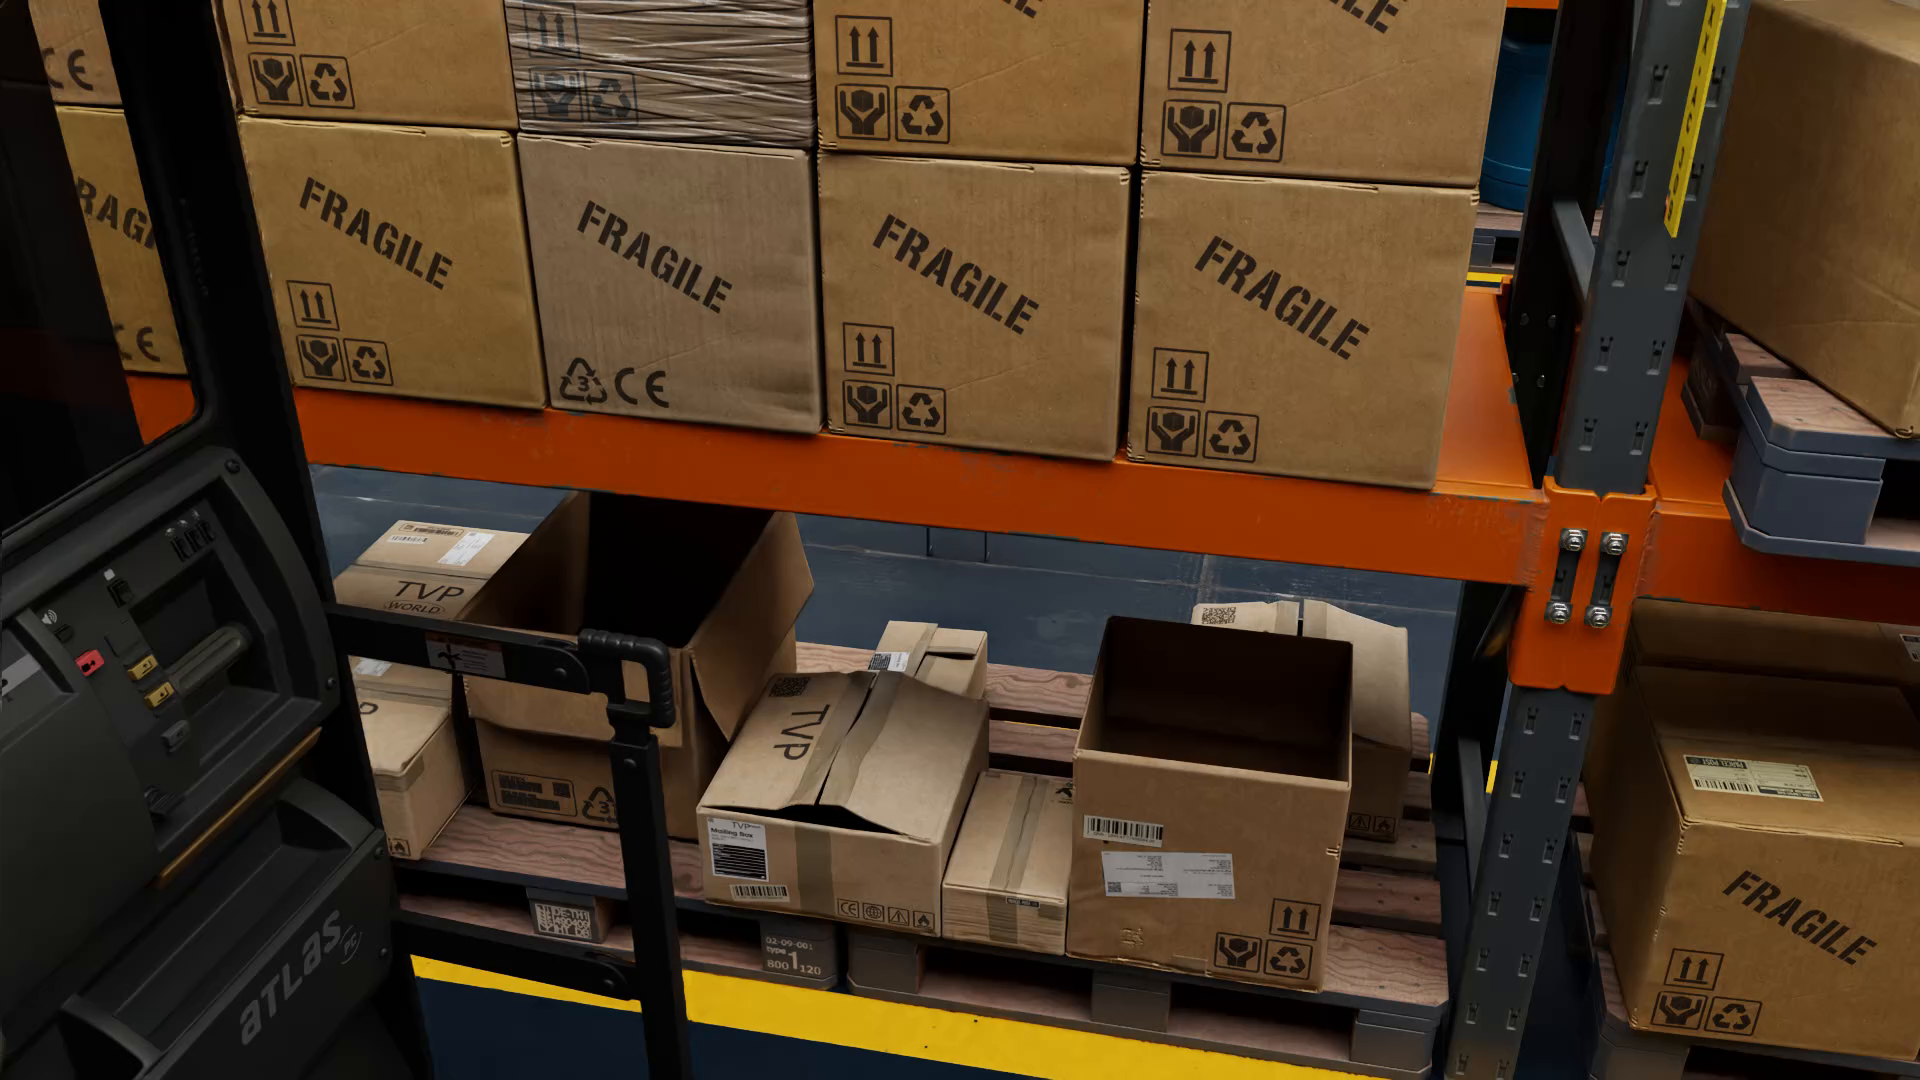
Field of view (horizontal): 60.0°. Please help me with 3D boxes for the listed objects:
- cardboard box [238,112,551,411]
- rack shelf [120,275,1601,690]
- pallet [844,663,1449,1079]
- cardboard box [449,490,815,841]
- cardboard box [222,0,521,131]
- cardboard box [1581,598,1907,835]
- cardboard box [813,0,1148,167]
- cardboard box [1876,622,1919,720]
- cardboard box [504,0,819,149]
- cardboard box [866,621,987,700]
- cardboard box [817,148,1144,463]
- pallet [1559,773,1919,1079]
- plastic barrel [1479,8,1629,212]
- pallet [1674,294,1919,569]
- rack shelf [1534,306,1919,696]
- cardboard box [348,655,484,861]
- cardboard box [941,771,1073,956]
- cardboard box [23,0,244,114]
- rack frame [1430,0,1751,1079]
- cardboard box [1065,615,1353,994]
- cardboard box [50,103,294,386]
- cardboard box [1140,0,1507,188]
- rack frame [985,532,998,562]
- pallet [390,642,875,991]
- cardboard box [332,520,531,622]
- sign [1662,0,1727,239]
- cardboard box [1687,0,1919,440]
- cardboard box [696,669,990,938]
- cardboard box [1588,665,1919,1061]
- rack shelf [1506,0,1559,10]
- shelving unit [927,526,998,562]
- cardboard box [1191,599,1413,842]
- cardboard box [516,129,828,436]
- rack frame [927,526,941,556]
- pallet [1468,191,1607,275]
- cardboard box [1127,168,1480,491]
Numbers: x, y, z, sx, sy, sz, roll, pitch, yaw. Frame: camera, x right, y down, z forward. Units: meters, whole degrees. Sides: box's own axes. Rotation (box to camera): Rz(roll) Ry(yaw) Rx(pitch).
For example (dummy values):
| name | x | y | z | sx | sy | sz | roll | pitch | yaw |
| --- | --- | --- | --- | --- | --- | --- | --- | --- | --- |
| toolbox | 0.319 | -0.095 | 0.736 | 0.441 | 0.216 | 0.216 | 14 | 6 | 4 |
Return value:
| name | x | y | z | sx | sy | sz | roll | pitch | yaw |
| --- | --- | --- | --- | --- | --- | --- | --- | --- | --- |
| cardboard box | -0.929 | -0.589 | 3.099 | 0.500 | 0.500 | 0.500 | 6 | 29 | 11 |
| rack shelf | -0.837 | -0.350 | 3.514 | 4.000 | 0.370 | 1.077 | 6 | 29 | 11 |
| pallet | 0.448 | 0.689 | 3.771 | 1.213 | 0.211 | 1.003 | 6 | 29 | 11 |
| cardboard box | -0.719 | 0.251 | 3.809 | 0.637 | 0.503 | 0.797 | 6 | 29 | 11 |
| cardboard box | -0.916 | -1.028 | 2.859 | 0.500 | 0.500 | 0.500 | 6 | 29 | 10 |
| cardboard box | 1.662 | 0.354 | 3.625 | 0.500 | 0.500 | 0.500 | 6 | 29 | 10 |
| cardboard box | 0.069 | -0.926 | 2.673 | 0.500 | 0.500 | 0.500 | 5 | 29 | 10 |
| cardboard box | 2.143 | 0.407 | 3.527 | 0.500 | 0.500 | 0.500 | 6 | 29 | 11 |
| cardboard box | -0.424 | -0.977 | 2.765 | 0.500 | 0.500 | 0.500 | 6 | 29 | 11 |
| cardboard box | -0.094 | 0.359 | 3.962 | 0.250 | 0.166 | 0.380 | 6 | 29 | 11 |
| cardboard box | 0.072 | -0.489 | 2.916 | 0.500 | 0.500 | 0.500 | 7 | 29 | 12 |
| pallet | 1.923 | 0.822 | 3.528 | 1.213 | 0.211 | 1.003 | 6 | 29 | 11 |
| plastic barrel | 2.686 | -1.992 | 7.512 | 0.708 | 0.901 | 0.600 | 6 | 29 | 11 |
| pallet | 1.878 | -0.249 | 2.781 | 1.213 | 0.211 | 1.003 | 6 | 29 | 11 |
| rack shelf | 3.075 | 0.051 | 2.781 | 4.000 | 0.370 | 1.077 | 6 | 29 | 11 |
| cardboard box | -1.342 | 0.435 | 3.736 | 0.500 | 0.250 | 0.500 | 6 | 29 | 11 |
| cardboard box | 0.124 | 0.660 | 3.432 | 0.250 | 0.149 | 0.380 | 6 | 29 | 11 |
| cardboard box | -1.413 | -1.078 | 2.951 | 0.500 | 0.500 | 0.500 | 6 | 29 | 11 |
| rack frame | 1.119 | -0.465 | 2.975 | 0.127 | 3.000 | 1.000 | 6 | 29 | 11 |
| cardboard box | 0.503 | 0.515 | 3.331 | 0.500 | 0.500 | 0.500 | 6 | 29 | 11 |
| cardboard box | -1.418 | -0.640 | 3.192 | 0.500 | 0.500 | 0.500 | 6 | 29 | 10 |
| cardboard box | 0.571 | -0.876 | 2.582 | 0.500 | 0.500 | 0.500 | 6 | 29 | 11 |
| rack frame | 0.104 | -0.516 | 4.942 | 0.006 | 1.200 | 0.240 | 6 | 29 | 11 |
| pallet | -0.749 | 0.568 | 3.993 | 1.213 | 0.211 | 1.003 | 6 | 29 | 11 |
| cardboard box | -1.287 | 0.196 | 4.174 | 0.500 | 0.250 | 0.500 | 6 | 29 | 11 |
| sign | 1.013 | -0.589 | 2.300 | 0.005 | 0.325 | 0.100 | 6 | 29 | 11 |
| cardboard box | 1.536 | -0.540 | 2.572 | 0.500 | 0.500 | 0.700 | -4 | 29 | -7 |
| cardboard box | -0.231 | 0.523 | 3.514 | 0.500 | 0.311 | 0.500 | 6 | 29 | 11 |
| cardboard box | 1.541 | 0.602 | 3.172 | 0.500 | 0.500 | 0.500 | 5 | 29 | 8 |
| rack shelf | 4.113 | -2.274 | 7.030 | 4.000 | 0.370 | 1.077 | 6 | 29 | 11 |
| shelving unit | 0.014 | -0.525 | 4.959 | 0.189 | 1.200 | 0.258 | 6 | 29 | 11 |
| cardboard box | 0.754 | 0.378 | 3.778 | 0.500 | 0.311 | 0.500 | 6 | 29 | 11 |
| cardboard box | -0.430 | -0.540 | 3.008 | 0.500 | 0.500 | 0.500 | 7 | 29 | 12 |
| rack frame | -0.075 | -0.534 | 4.976 | 0.006 | 1.200 | 0.240 | 6 | 29 | 11 |
| pallet | 2.903 | -1.470 | 7.716 | 1.213 | 0.211 | 1.003 | 6 | 29 | 11 |
| cardboard box | 0.577 | -0.438 | 2.823 | 0.500 | 0.500 | 0.500 | 6 | 29 | 11 |
